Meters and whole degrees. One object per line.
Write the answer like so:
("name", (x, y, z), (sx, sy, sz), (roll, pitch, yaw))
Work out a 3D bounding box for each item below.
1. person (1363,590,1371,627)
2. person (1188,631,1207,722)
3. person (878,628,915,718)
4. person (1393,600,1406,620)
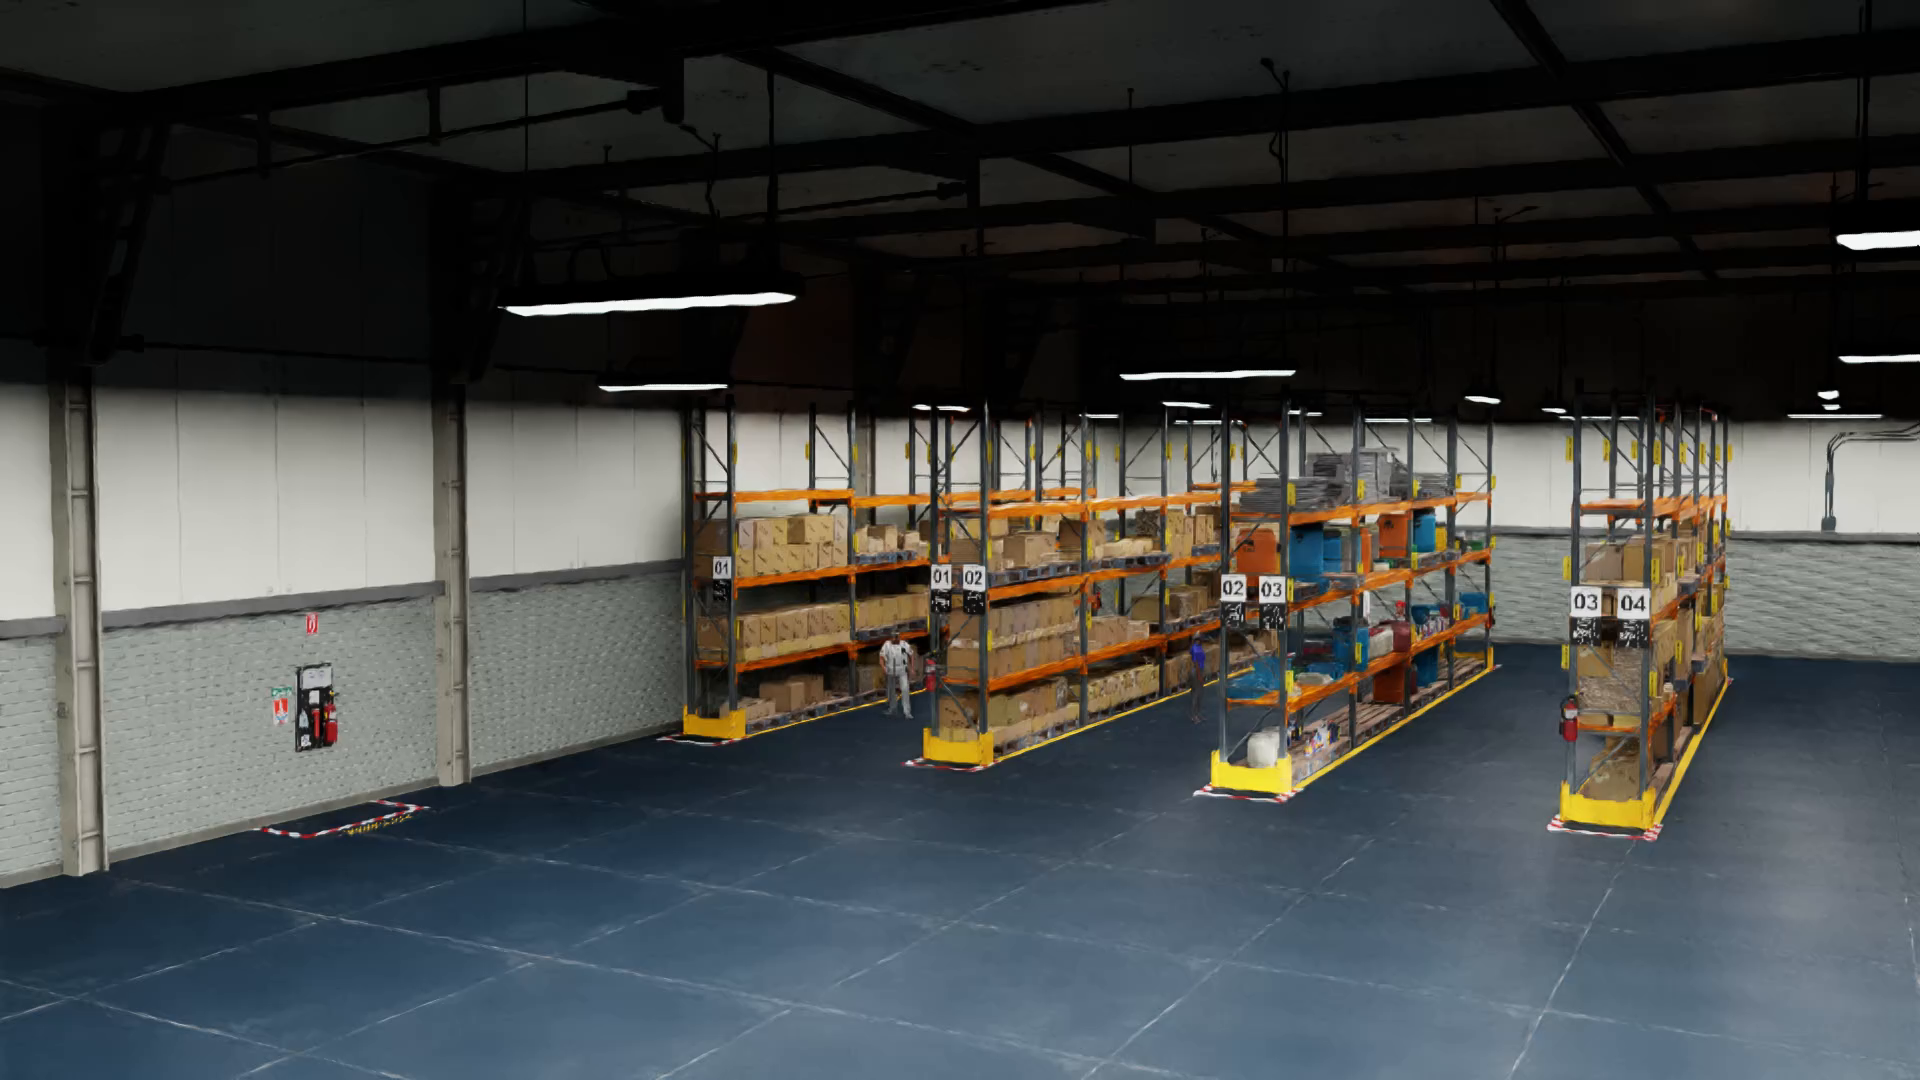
("person", (10.340, 1.882, 42.616), (0.629, 1.768, 0.614), (-1, 3, -26))
("person", (4.447, 2.562, 31.101), (0.359, 1.724, 0.526), (0, 3, 0))
("person", (-1.173, 2.493, 31.444), (0.706, 1.695, 0.843), (1, 3, 10))
("person", (9.719, 2.196, 36.710), (0.953, 1.750, 0.586), (-2, 4, -35))
